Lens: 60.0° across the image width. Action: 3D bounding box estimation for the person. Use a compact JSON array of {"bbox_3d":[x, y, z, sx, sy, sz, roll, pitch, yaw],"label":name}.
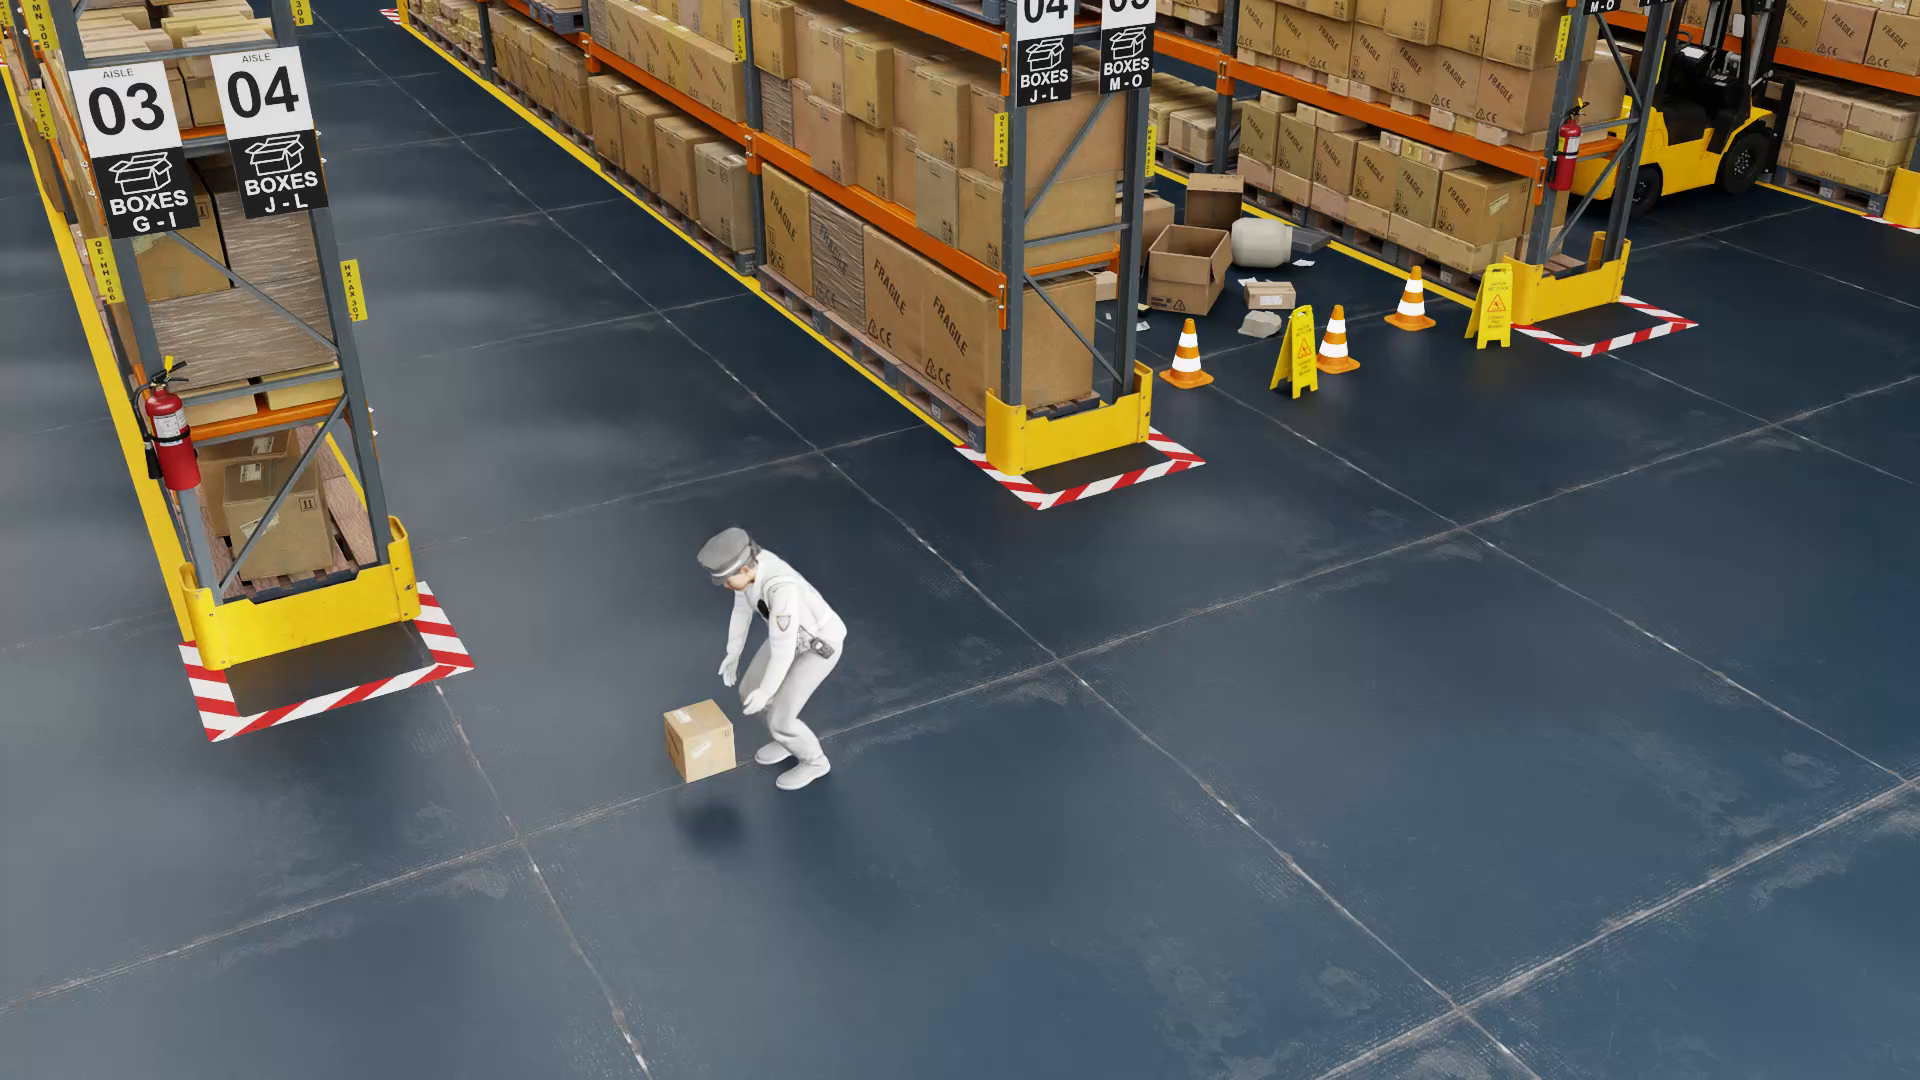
[{"bbox_3d":[-0.865,0.543,7.860,0.691,1.403,0.535,-16,33,-26],"label":"person"}]
